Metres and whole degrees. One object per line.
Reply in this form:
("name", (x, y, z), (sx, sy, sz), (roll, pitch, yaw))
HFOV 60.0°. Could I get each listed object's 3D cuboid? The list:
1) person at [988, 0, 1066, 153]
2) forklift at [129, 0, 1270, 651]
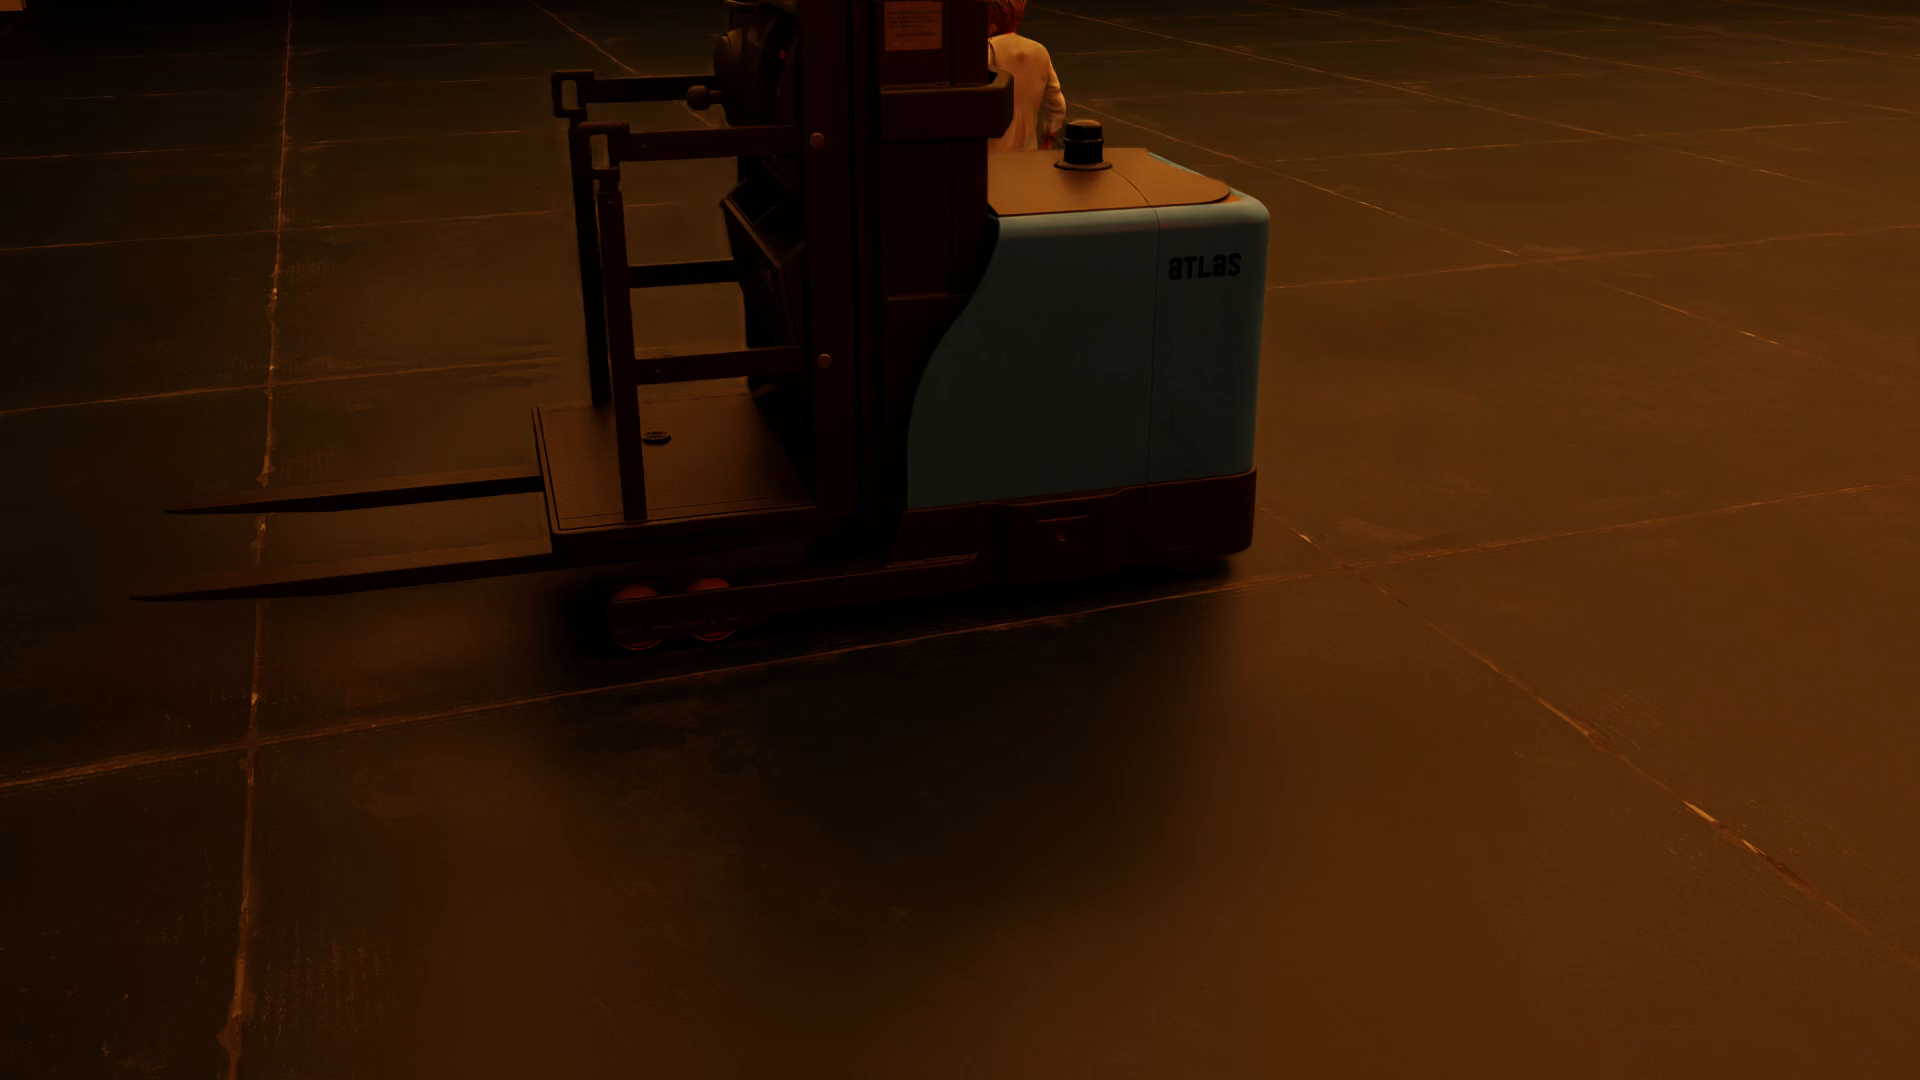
("person", (0.110, -1.486, 6.735), (0.742, 1.493, 0.474), (-9, 24, -20))
("forklift", (-0.719, -1.288, 4.360), (3.031, 2.935, 1.130), (-6, 24, -15))
